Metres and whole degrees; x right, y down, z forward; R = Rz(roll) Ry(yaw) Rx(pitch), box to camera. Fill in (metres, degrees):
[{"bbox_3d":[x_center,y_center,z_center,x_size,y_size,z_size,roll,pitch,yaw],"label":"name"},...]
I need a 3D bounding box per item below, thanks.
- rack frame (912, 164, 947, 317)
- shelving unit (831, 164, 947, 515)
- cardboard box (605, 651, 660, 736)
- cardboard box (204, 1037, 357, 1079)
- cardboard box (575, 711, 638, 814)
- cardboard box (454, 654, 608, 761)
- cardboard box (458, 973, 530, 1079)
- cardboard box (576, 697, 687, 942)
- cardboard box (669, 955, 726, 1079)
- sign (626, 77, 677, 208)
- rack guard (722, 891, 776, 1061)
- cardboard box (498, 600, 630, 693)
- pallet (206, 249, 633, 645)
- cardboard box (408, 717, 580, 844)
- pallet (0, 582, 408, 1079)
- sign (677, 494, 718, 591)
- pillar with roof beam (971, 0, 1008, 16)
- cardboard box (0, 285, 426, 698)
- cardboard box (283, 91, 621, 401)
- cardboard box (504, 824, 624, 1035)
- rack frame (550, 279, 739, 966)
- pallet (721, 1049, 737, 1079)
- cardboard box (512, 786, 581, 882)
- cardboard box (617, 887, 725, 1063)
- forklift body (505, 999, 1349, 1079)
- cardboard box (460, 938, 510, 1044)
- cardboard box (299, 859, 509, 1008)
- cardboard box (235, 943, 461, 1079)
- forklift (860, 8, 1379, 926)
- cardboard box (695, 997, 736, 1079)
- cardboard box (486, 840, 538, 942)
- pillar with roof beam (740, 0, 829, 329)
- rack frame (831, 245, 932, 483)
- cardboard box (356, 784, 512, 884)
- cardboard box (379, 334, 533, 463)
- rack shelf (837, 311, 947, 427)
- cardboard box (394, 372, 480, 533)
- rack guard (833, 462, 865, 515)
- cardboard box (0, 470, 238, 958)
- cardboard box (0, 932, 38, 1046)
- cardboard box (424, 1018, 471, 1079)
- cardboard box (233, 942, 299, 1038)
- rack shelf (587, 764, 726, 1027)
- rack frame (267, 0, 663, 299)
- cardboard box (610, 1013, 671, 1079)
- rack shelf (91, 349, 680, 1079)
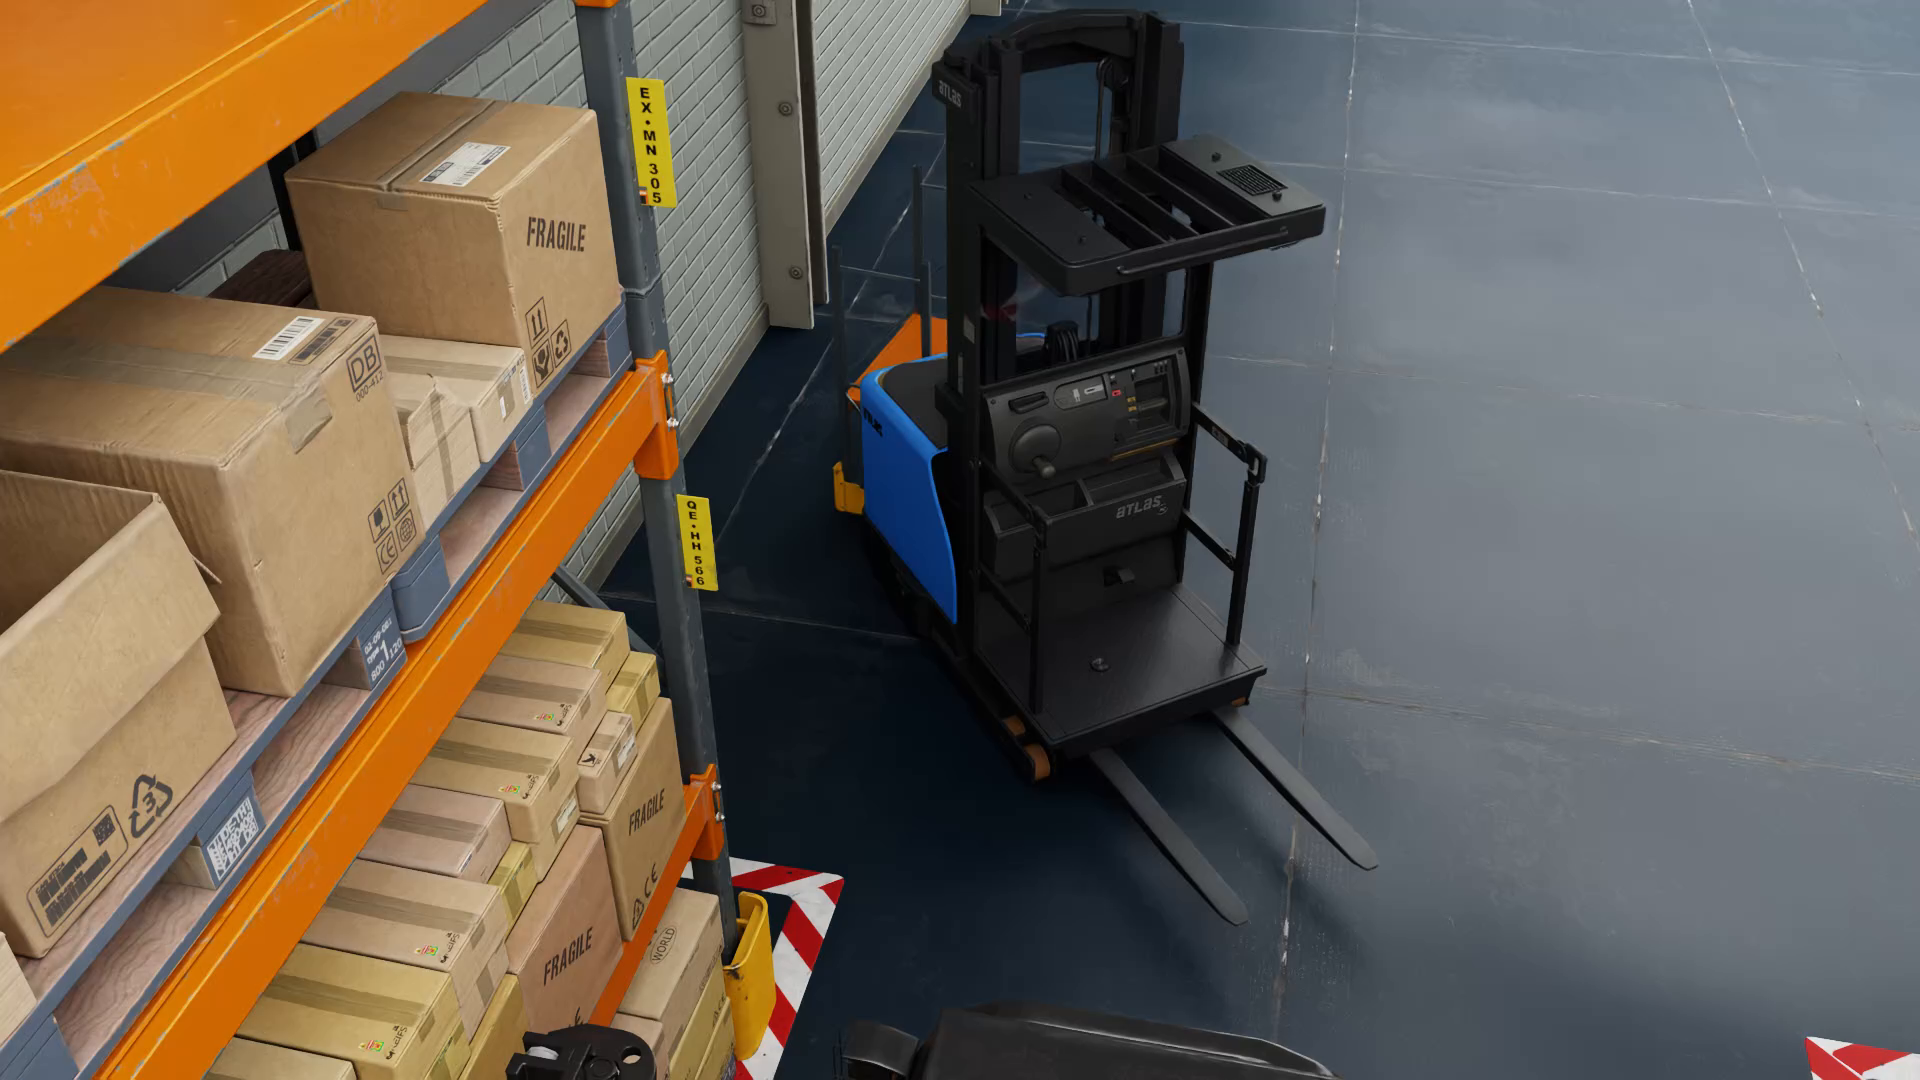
[{"bbox_3d":[-0.009,-1.289,9.020,0.500,1.500,0.032,13,38,17],"label":"rack frame"},{"bbox_3d":[-0.195,-1.005,8.629,0.587,1.500,1.083,13,38,17],"label":"shelving unit"},{"bbox_3d":[-1.082,0.430,4.733,0.380,0.149,0.250,8,37,11],"label":"cardboard box"},{"bbox_3d":[-1.474,1.187,3.434,0.380,0.149,0.250,8,37,11],"label":"cardboard box"},{"bbox_3d":[-1.107,0.580,4.526,0.380,0.149,0.250,8,37,11],"label":"cardboard box"},{"bbox_3d":[-1.174,0.452,4.448,0.380,0.149,0.250,7,37,10],"label":"cardboard box"},{"bbox_3d":[-1.359,1.364,3.997,0.500,0.500,0.500,7,36,9],"label":"cardboard box"},{"bbox_3d":[-1.130,0.774,4.812,0.500,0.500,0.500,7,36,9],"label":"cardboard box"},{"bbox_3d":[-1.080,1.558,5.374,0.500,0.250,0.500,7,36,9],"label":"cardboard box"},{"bbox_3d":[-0.754,-0.966,4.054,0.100,0.325,0.005,7,37,10],"label":"sign"},{"bbox_3d":[-1.276,1.497,6.028,1.175,0.500,0.348,7,37,10],"label":"rack guard"},{"bbox_3d":[-1.152,0.307,4.649,0.380,0.149,0.250,7,37,10],"label":"cardboard box"},{"bbox_3d":[-1.458,-0.278,3.866,1.003,0.211,1.213,7,37,10],"label":"pallet"},{"bbox_3d":[-1.204,0.606,4.237,0.380,0.149,0.250,8,37,11],"label":"cardboard box"},{"bbox_3d":[-1.716,0.424,2.899,1.003,0.211,1.213,7,37,10],"label":"pallet"},{"bbox_3d":[-0.754,0.010,4.761,0.100,0.325,0.005,7,37,10],"label":"sign"},{"bbox_3d":[4.458,-7.984,11.868,9.100,9.000,0.400,7,37,10],"label":"pillar with roof beam"},{"bbox_3d":[-1.454,-0.108,3.028,0.700,0.500,0.500,8,37,10],"label":"cardboard box"},{"bbox_3d":[-1.138,-0.682,3.821,0.500,0.500,0.500,8,37,11],"label":"cardboard box"},{"bbox_3d":[-1.250,1.070,4.403,0.500,0.500,0.500,8,37,11],"label":"cardboard box"},{"bbox_3d":[-1.281,0.499,5.276,1.000,3.000,0.127,7,37,10],"label":"rack frame"},{"bbox_3d":[-1.404,2.072,5.482,1.003,0.211,1.213,7,37,10],"label":"pallet"},{"bbox_3d":[-1.223,0.721,4.331,0.380,0.149,0.250,8,37,11],"label":"cardboard box"},{"bbox_3d":[-1.075,1.341,5.248,0.500,0.250,0.500,8,37,12],"label":"cardboard box"},{"bbox_3d":[0.096,2.158,3.709,2.313,2.155,1.214,7,37,10],"label":"forklift body"},{"bbox_3d":[-1.298,1.021,3.918,0.380,0.149,0.250,6,36,8],"label":"cardboard box"},{"bbox_3d":[-1.277,0.903,3.827,0.380,0.149,0.250,8,37,11],"label":"cardboard box"},{"bbox_3d":[-1.327,1.051,3.622,0.380,0.149,0.250,8,37,11],"label":"cardboard box"},{"bbox_3d":[0.633,-0.456,6.652,1.130,2.935,3.031,-17,39,-22],"label":"forklift"},{"bbox_3d":[-1.073,1.751,5.533,0.500,0.250,0.500,8,37,10],"label":"cardboard box"},{"bbox_3d":[-1.287,0.862,4.137,0.380,0.149,0.250,7,37,10],"label":"cardboard box"},{"bbox_3d":[3.177,-4.544,7.122,9.100,9.000,0.400,7,37,10],"label":"pillar with roof beam"},{"bbox_3d":[-0.374,-0.732,8.252,0.500,1.500,0.032,13,38,17],"label":"rack frame"},{"bbox_3d":[-1.330,0.739,4.053,0.380,0.149,0.250,8,37,10],"label":"cardboard box"},{"bbox_3d":[-1.162,-0.311,3.609,0.380,0.149,0.250,6,36,9],"label":"cardboard box"},{"bbox_3d":[-0.191,-0.865,8.742,0.538,0.185,1.000,13,38,17],"label":"rack shelf"},{"bbox_3d":[-1.216,-0.213,3.374,0.396,0.266,0.258,7,37,10],"label":"cardboard box"},{"bbox_3d":[-0.374,-0.227,8.620,0.587,0.250,0.087,13,38,17],"label":"rack guard"},{"bbox_3d":[-1.617,0.222,2.571,0.797,0.503,0.637,8,37,11],"label":"cardboard box"},{"bbox_3d":[-1.522,0.609,2.240,0.396,0.266,0.258,6,36,9],"label":"cardboard box"},{"bbox_3d":[-1.332,1.168,3.714,0.380,0.149,0.250,8,37,10],"label":"cardboard box"},{"bbox_3d":[-1.851,1.298,4.088,0.500,0.500,0.500,7,37,10],"label":"cardboard box"},{"bbox_3d":[-1.709,1.937,3.905,1.077,0.370,4.000,7,37,10],"label":"rack shelf"},{"bbox_3d":[-1.281,-1.930,3.515,1.000,3.000,0.127,7,37,10],"label":"rack frame"},{"bbox_3d":[-1.178,1.634,4.843,0.500,0.250,0.500,8,37,11],"label":"cardboard box"},{"bbox_3d":[-1.709,0.722,3.024,1.077,0.370,4.000,7,37,10],"label":"rack shelf"}]
